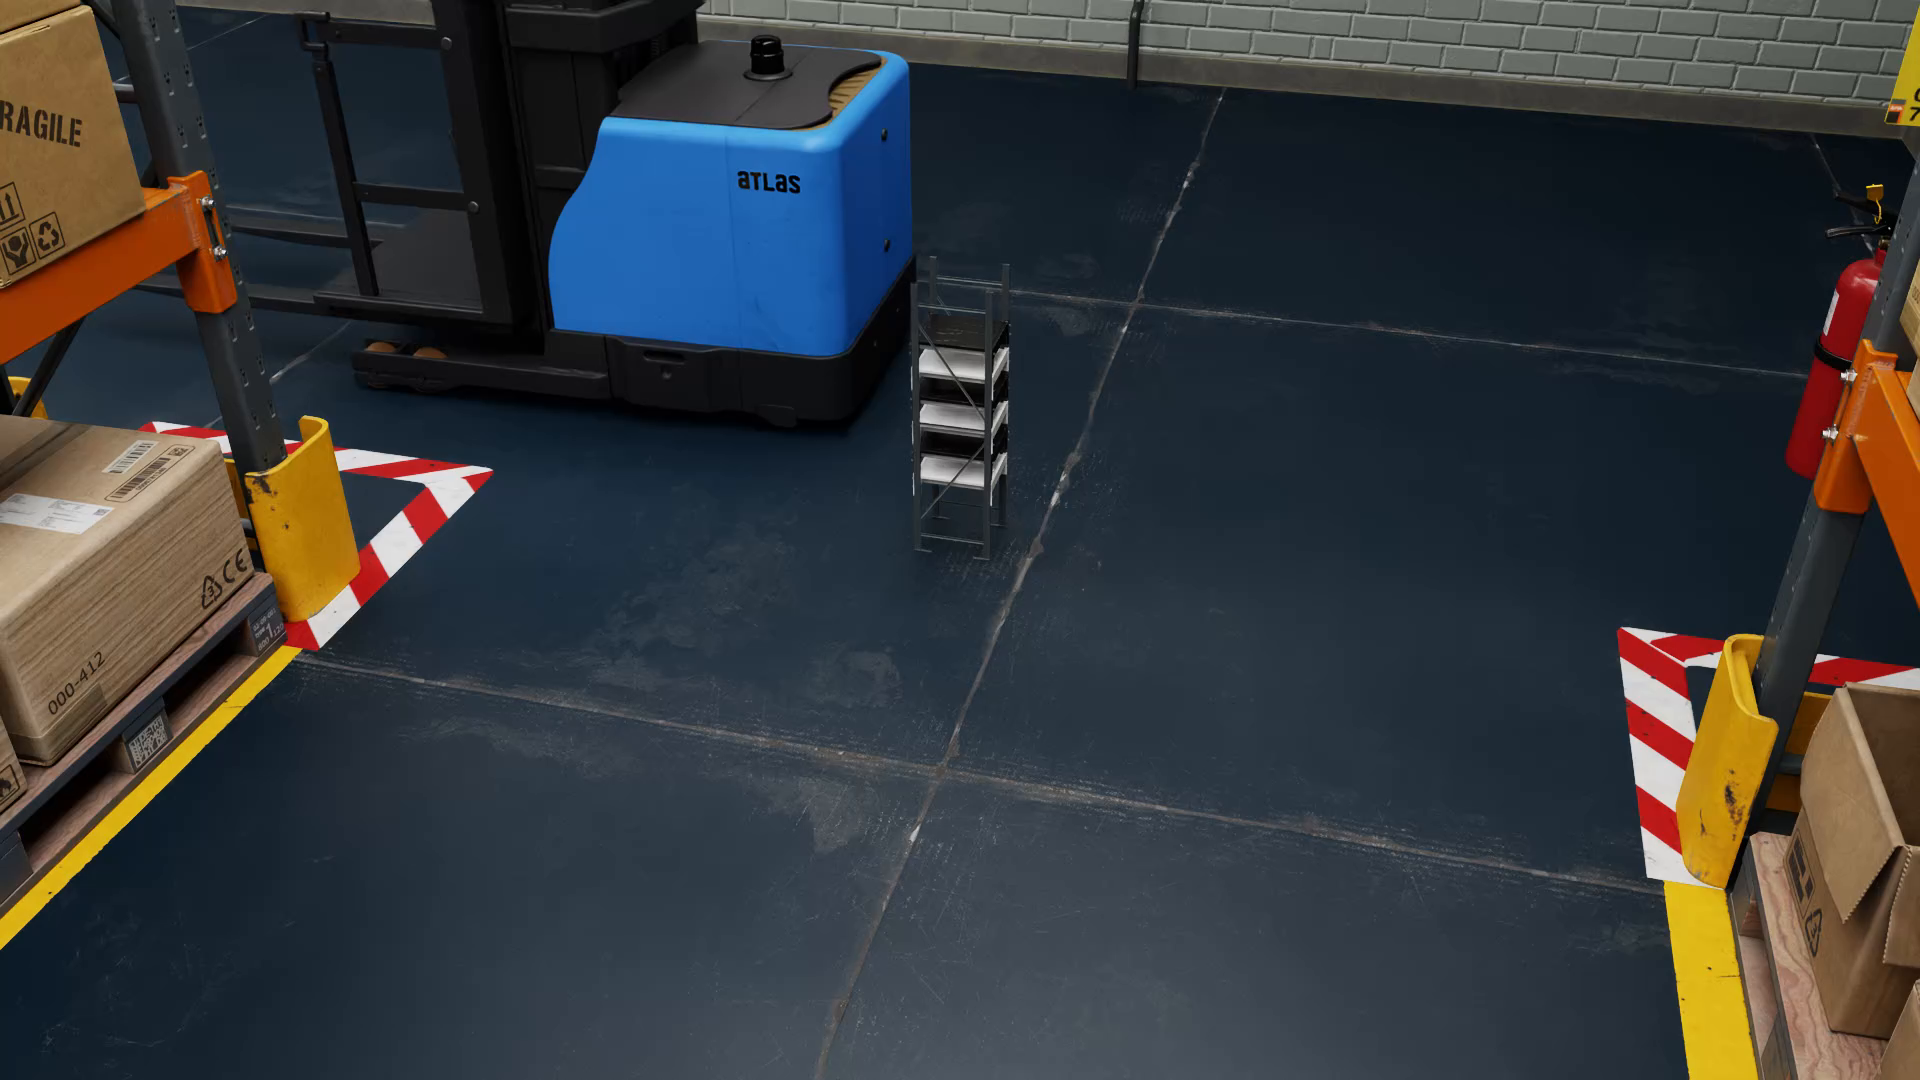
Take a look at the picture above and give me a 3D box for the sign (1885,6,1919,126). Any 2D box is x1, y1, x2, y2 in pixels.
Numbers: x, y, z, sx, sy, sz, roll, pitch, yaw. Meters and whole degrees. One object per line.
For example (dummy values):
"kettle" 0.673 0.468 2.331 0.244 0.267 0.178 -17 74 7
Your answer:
"sign" 1.838 -0.938 3.122 0.100 0.325 0.005 8 33 12

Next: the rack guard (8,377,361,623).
"rack guard" -2.433 -0.130 4.988 1.175 0.500 0.348 8 33 12

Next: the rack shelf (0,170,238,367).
"rack shelf" -2.947 0.169 2.859 1.077 0.370 4.000 8 33 12

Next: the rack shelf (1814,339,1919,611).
"rack shelf" 1.855 0.843 1.799 1.077 0.370 4.000 8 33 12

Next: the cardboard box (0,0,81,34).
"cardboard box" -2.331 -1.354 3.559 0.500 0.500 0.500 9 34 14

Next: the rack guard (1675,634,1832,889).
"rack guard" 2.344 0.596 3.847 1.175 0.500 0.348 8 33 12

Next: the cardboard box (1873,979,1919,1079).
"cardboard box" 1.861 1.122 2.628 0.700 0.500 0.500 9 34 14

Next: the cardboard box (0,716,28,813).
"cardboard box" -2.734 0.564 3.564 0.875 0.438 0.875 9 34 14

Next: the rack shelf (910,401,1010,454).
"rack shelf" 0.002 -0.356 5.033 0.258 0.077 0.200 8 33 12

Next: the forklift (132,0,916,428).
"forklift" -1.743 -2.038 5.723 3.031 2.935 1.130 7 33 11

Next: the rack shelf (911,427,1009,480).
"rack shelf" 0.002 -0.280 5.081 0.258 0.077 0.200 8 33 12

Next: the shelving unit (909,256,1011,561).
"shelving unit" 0.002 -0.384 5.015 0.258 0.900 0.210 8 33 12

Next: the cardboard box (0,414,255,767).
"cardboard box" -2.510 0.088 4.313 0.875 0.438 0.875 7 33 11

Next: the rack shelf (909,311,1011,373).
"rack shelf" 0.002 -0.584 4.888 0.258 0.077 0.200 8 33 12

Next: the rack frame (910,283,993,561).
"rack frame" -0.024 -0.331 4.932 0.240 0.900 0.006 8 33 12

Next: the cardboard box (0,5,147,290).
"cardboard box" -2.306 -0.928 3.821 0.500 0.500 0.500 8 33 13

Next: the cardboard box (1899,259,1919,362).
"cardboard box" 1.987 -0.362 2.886 0.500 0.250 0.500 8 33 13

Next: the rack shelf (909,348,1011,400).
"rack shelf" 0.002 -0.508 4.937 0.258 0.077 0.200 8 33 12

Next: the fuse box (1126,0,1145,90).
"fuse box" 0.964 -3.196 8.683 0.539 1.711 0.414 8 33 12

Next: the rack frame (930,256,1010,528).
"rack frame" 0.028 -0.437 5.098 0.240 0.900 0.006 8 33 12

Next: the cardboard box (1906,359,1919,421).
"cardboard box" 2.014 -0.259 3.096 0.380 0.149 0.250 8 33 12

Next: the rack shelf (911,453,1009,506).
"rack shelf" 0.002 -0.204 5.130 0.258 0.077 0.200 8 33 12

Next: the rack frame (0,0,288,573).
"rack frame" -2.439 -1.172 4.298 1.000 3.000 0.127 8 33 12

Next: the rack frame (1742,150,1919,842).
"rack frame" 2.363 -0.498 3.238 1.000 3.000 0.127 8 33 12

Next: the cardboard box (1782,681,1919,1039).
"cardboard box" 2.116 0.682 3.316 0.797 0.503 0.637 7 33 10

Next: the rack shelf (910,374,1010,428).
"rack shelf" 0.002 -0.432 4.985 0.258 0.077 0.200 8 33 12

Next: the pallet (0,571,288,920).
"pallet" -2.567 0.430 4.377 1.003 0.211 1.213 8 33 12

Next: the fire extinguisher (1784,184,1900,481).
"fire extinguisher" 1.953 -0.448 3.578 0.296 0.674 0.183 8 33 12

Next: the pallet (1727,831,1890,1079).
"pallet" 2.142 1.132 3.273 1.003 0.211 1.213 8 33 12
